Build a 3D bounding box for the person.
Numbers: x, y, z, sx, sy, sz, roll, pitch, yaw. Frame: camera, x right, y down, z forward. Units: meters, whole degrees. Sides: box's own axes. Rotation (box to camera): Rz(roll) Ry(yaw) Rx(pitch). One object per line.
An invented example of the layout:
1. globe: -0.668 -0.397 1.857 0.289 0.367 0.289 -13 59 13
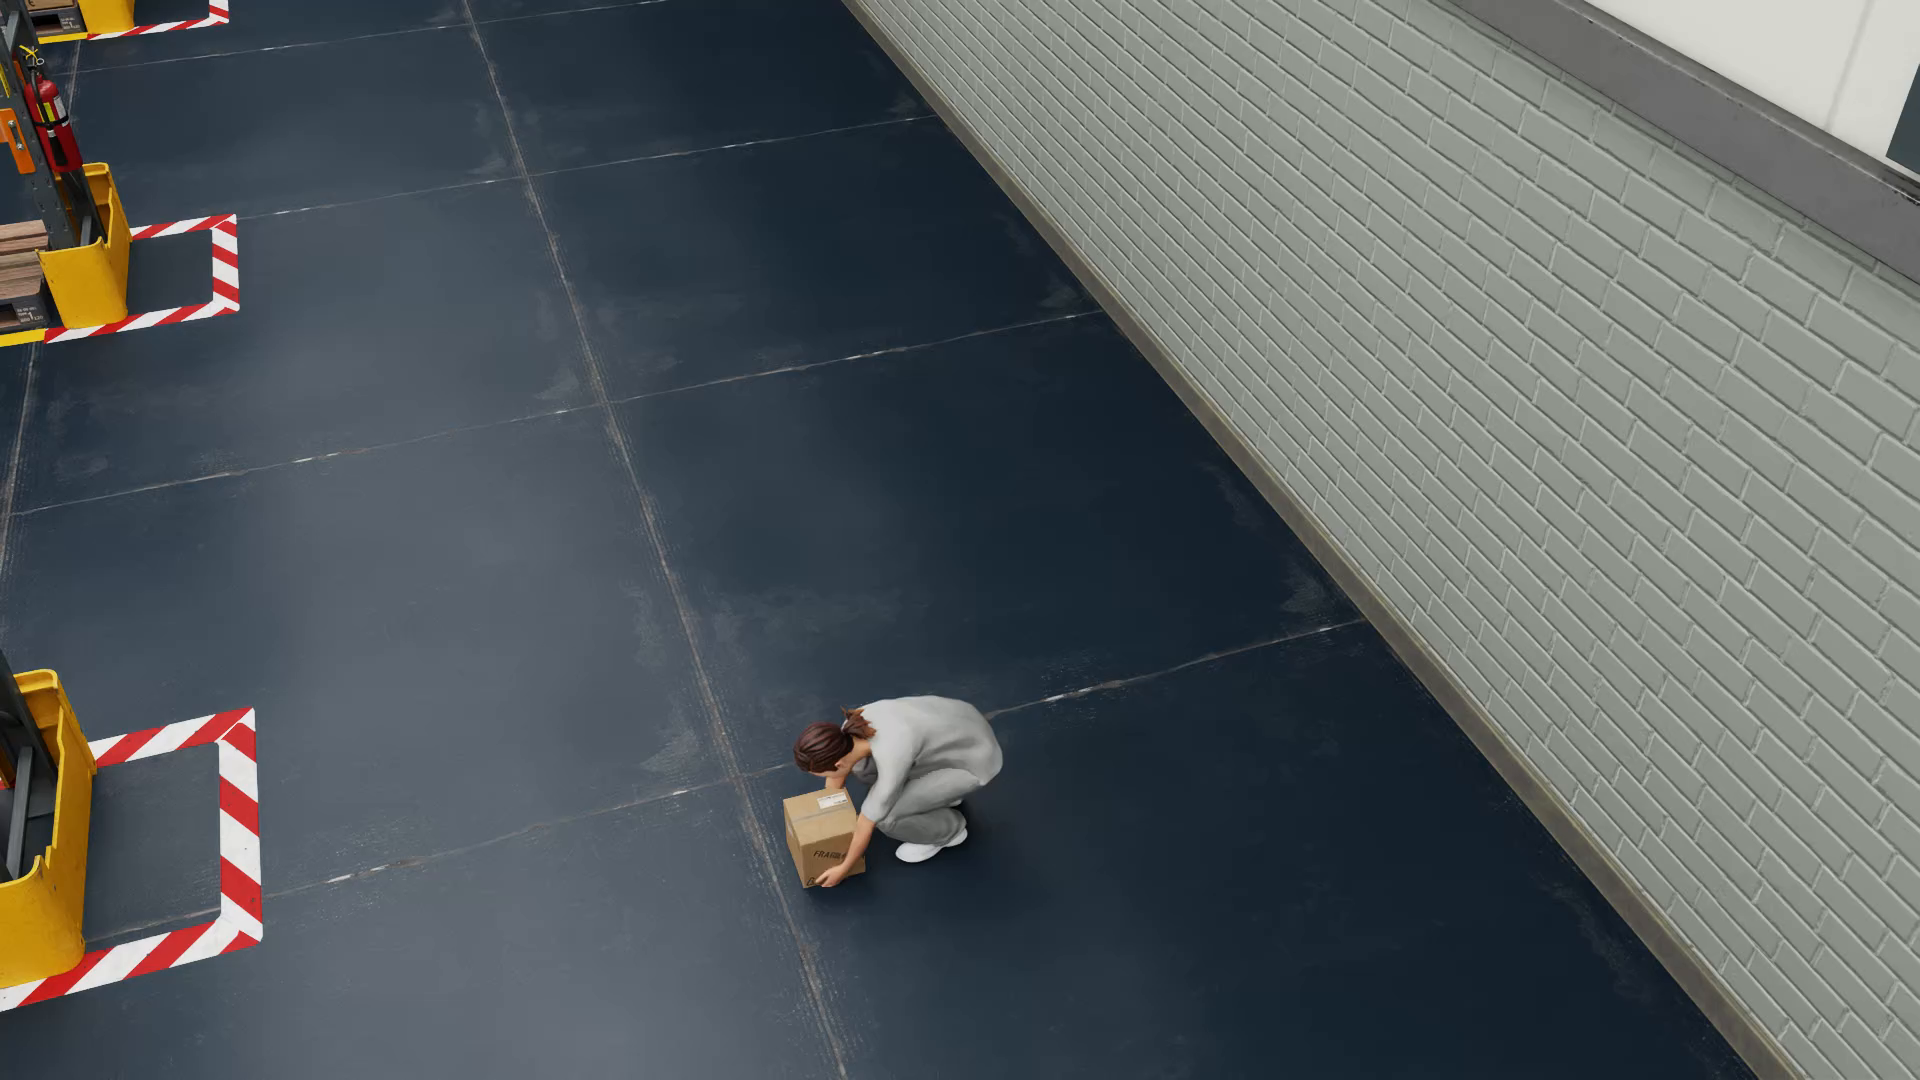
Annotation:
1. person: -0.238 0.905 6.411 0.819 0.803 0.470 -13 40 -16
